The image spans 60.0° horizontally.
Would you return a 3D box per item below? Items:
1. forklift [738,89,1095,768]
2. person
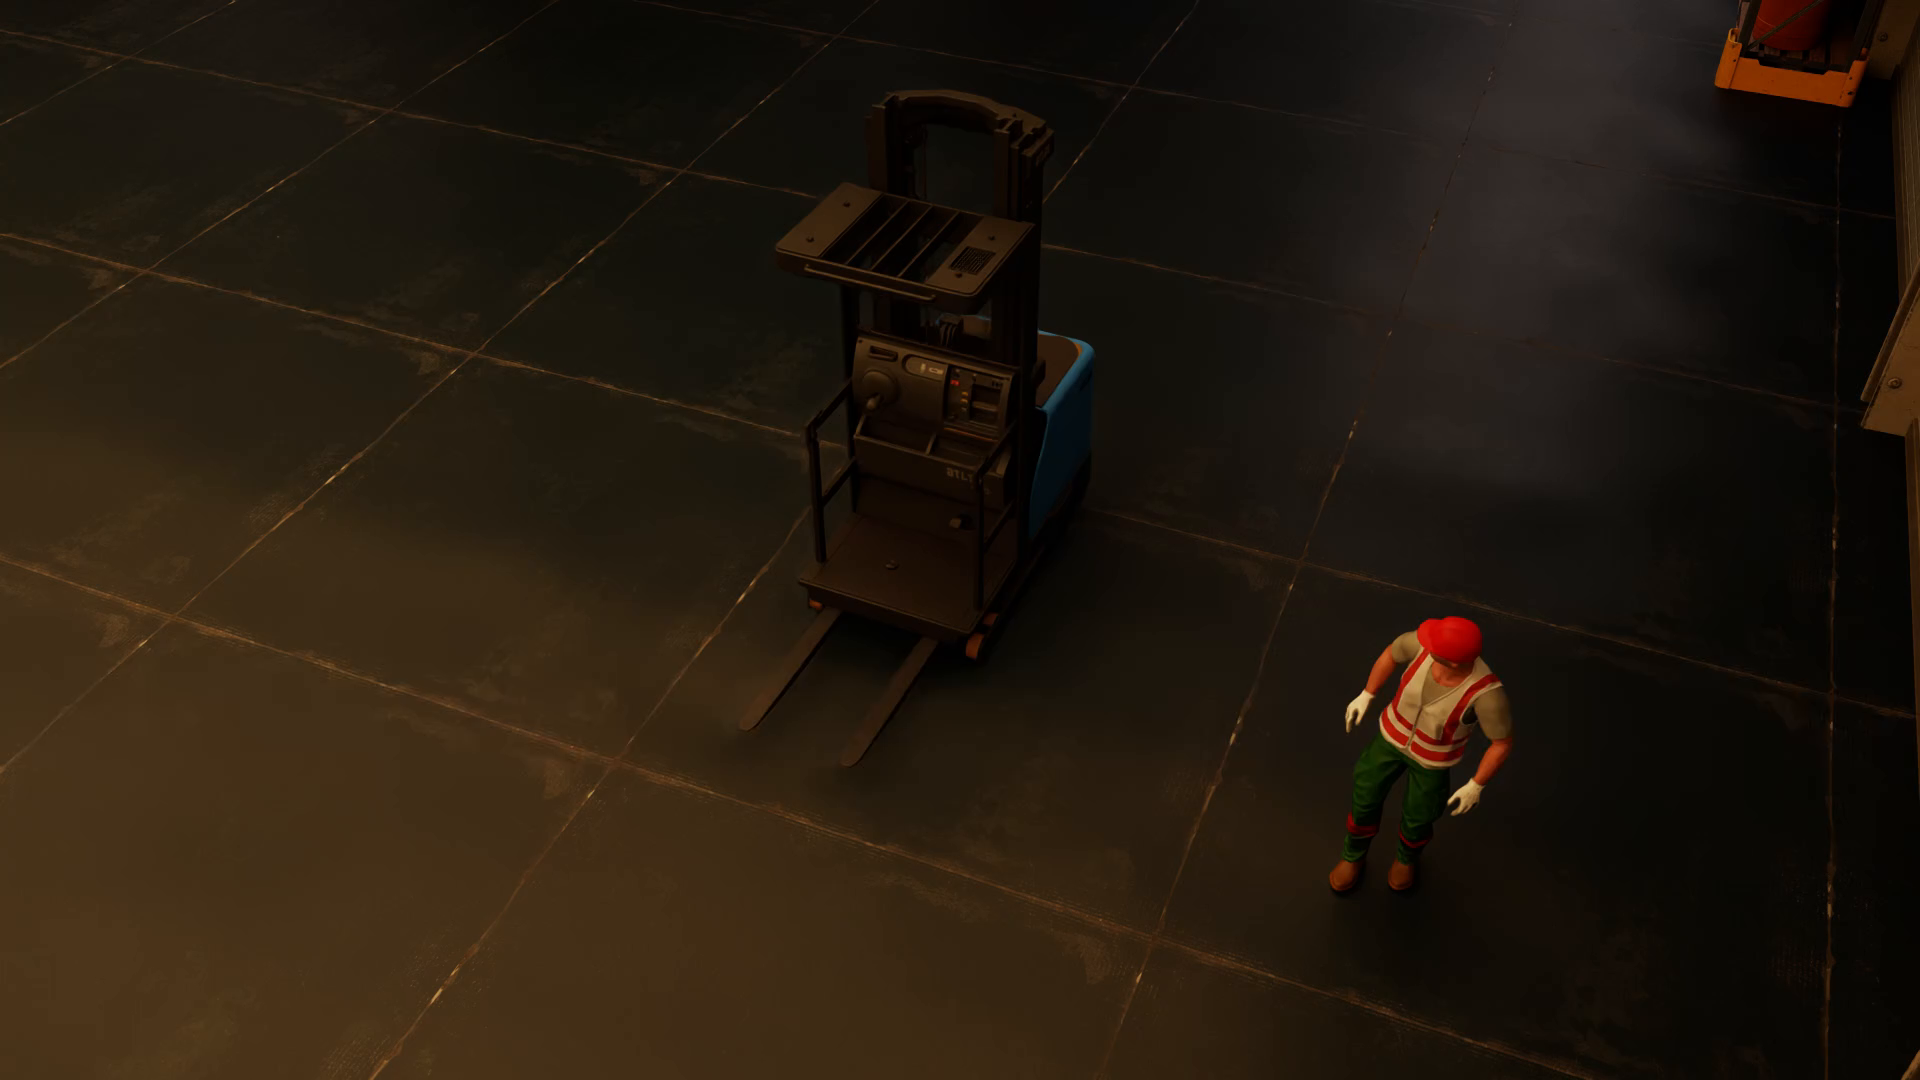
[{"bbox_3d":[-0.241,-0.757,8.910,1.130,2.935,3.031,16,43,18],"label":"forklift"},{"bbox_3d":[2.115,1.006,7.717,0.757,1.761,0.506,28,47,29],"label":"person"}]
